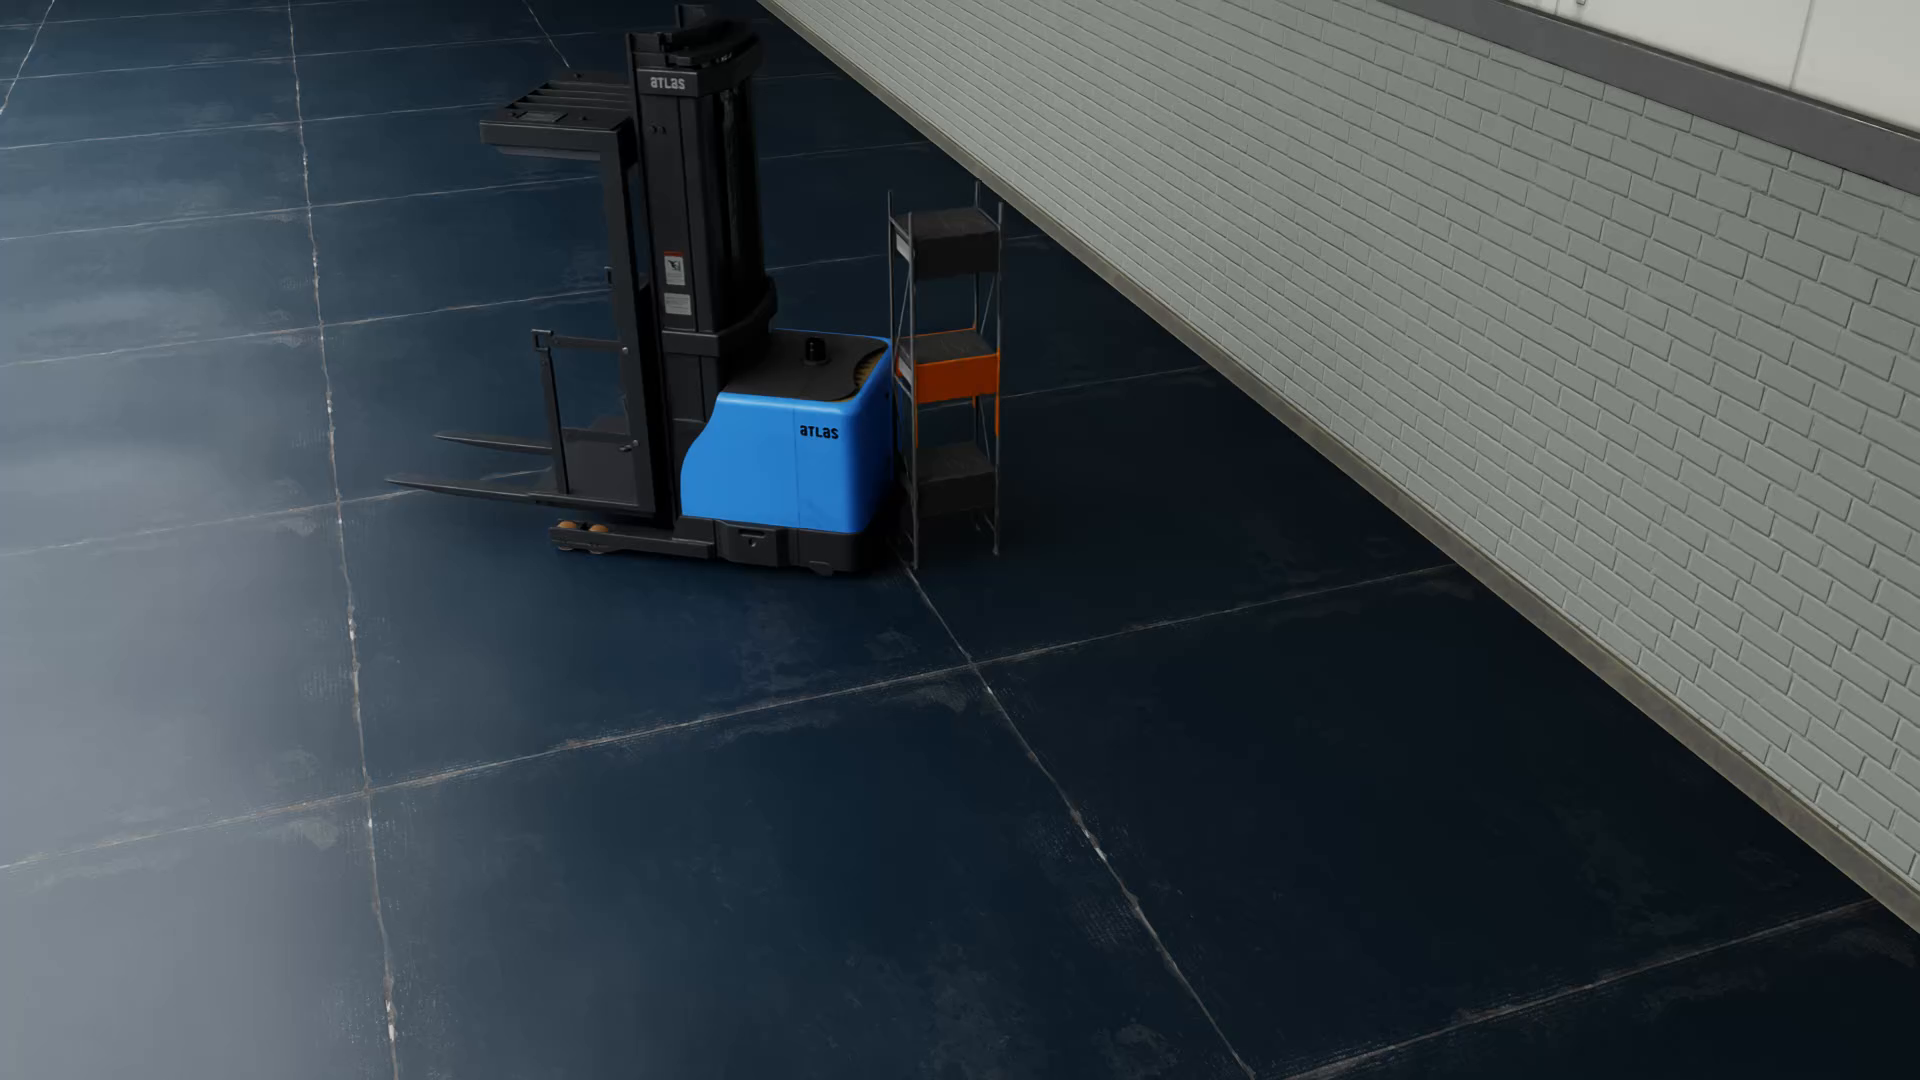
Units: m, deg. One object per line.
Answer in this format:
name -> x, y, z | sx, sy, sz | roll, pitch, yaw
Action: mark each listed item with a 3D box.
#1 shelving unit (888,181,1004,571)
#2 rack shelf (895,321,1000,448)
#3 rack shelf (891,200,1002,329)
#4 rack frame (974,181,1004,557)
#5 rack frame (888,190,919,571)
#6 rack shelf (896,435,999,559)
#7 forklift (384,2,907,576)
shelving unit -> -0.077, -0.871, 9.157 | 0.503, 2.100, 0.431 | -10, 31, -16
rack shelf -> -0.077, -0.859, 9.164 | 0.480, 0.518, 0.431 | -10, 31, -16
rack shelf -> -0.077, -1.467, 8.818 | 0.480, 0.518, 0.431 | -10, 31, -16
rack frame -> 0.154, -0.910, 9.226 | 0.015, 2.100, 0.400 | -10, 31, -16
rack frame -> -0.308, -0.832, 9.088 | 0.015, 2.100, 0.400 | -10, 31, -16
rack shelf -> -0.077, -0.251, 9.511 | 0.480, 0.518, 0.431 | -10, 31, -16
forklift -> -1.894, -1.438, 9.314 | 3.031, 2.935, 1.130 | 6, 30, 11
